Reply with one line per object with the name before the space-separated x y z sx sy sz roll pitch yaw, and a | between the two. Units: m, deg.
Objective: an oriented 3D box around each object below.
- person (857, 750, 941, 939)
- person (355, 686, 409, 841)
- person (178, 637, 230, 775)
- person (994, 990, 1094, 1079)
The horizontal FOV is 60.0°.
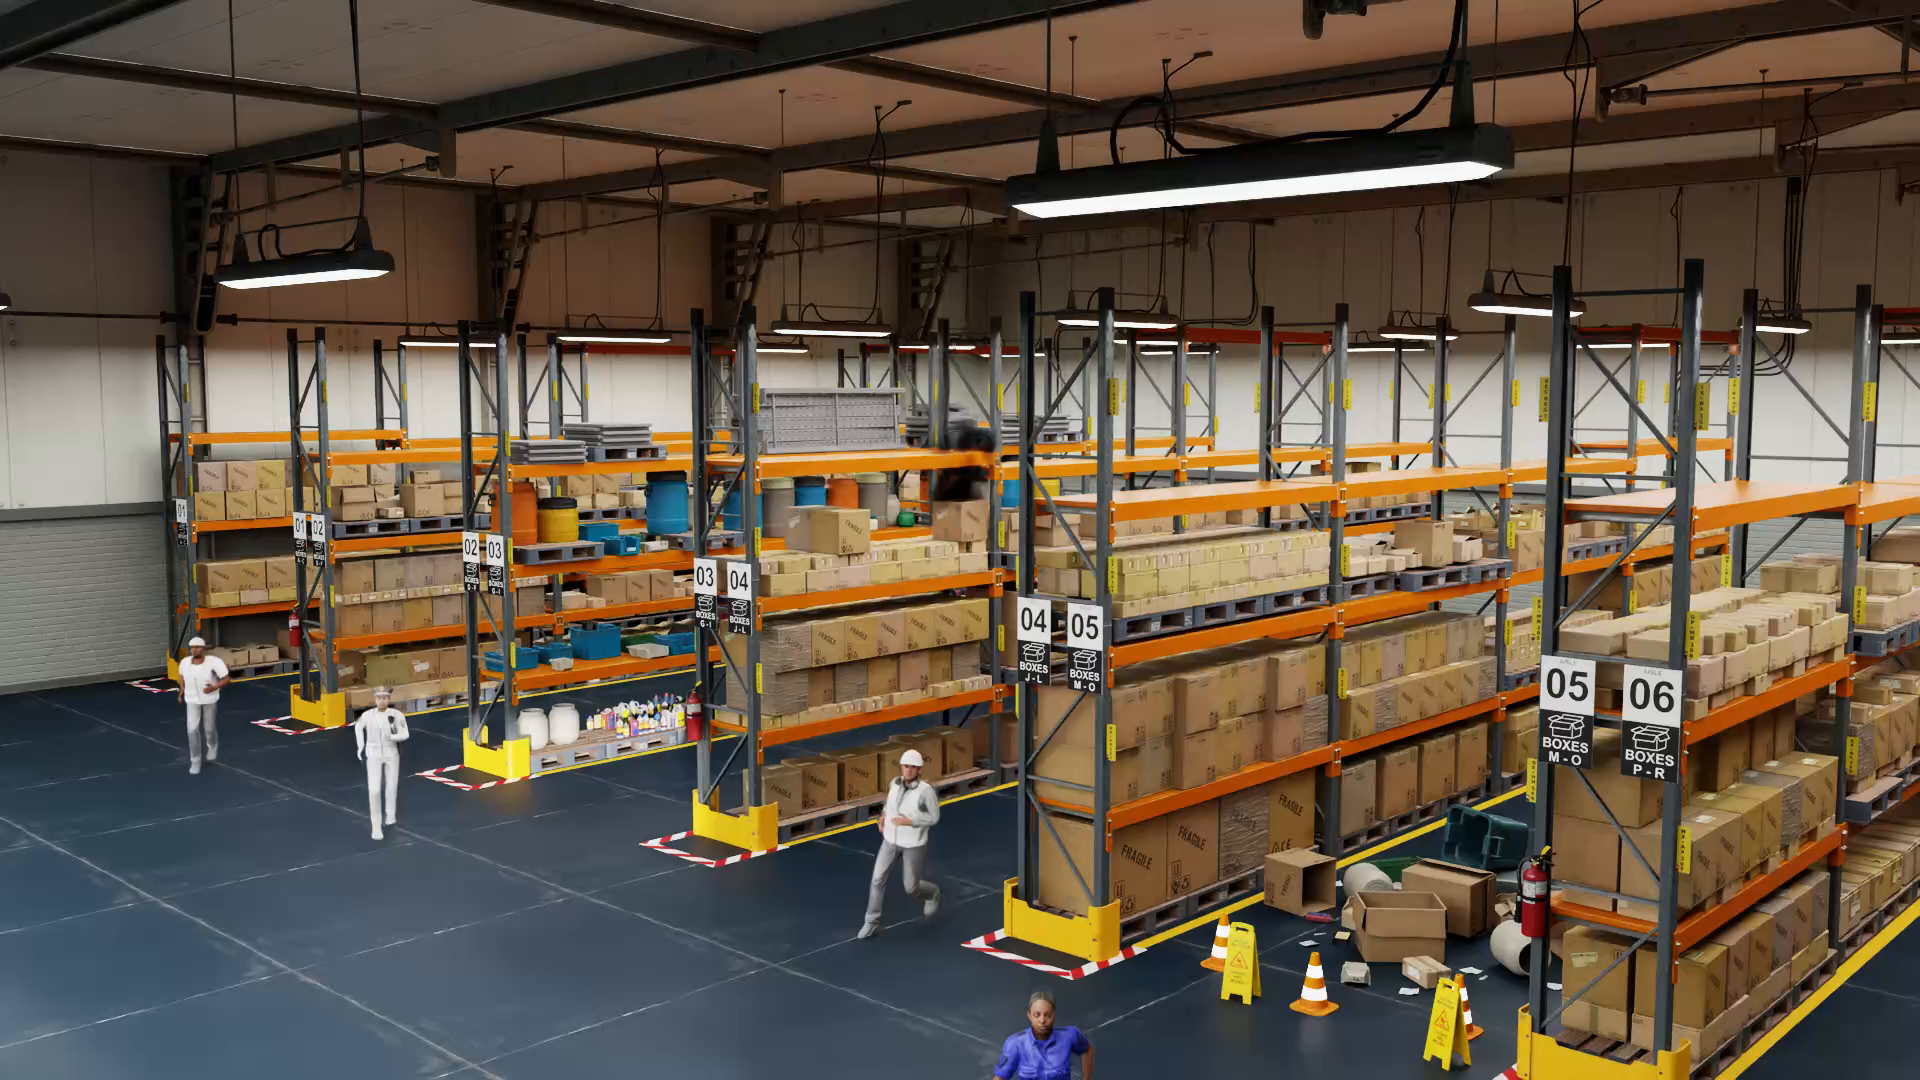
person | -0.490 2.841 15.695 0.678 1.754 0.904 3 6 31
person | -6.632 2.529 19.115 0.580 1.753 0.758 -2 6 -20
person | -10.148 2.188 22.341 0.689 1.815 0.825 -1 5 -11
person | 0.488 3.450 9.747 0.606 1.715 0.874 0 5 1
